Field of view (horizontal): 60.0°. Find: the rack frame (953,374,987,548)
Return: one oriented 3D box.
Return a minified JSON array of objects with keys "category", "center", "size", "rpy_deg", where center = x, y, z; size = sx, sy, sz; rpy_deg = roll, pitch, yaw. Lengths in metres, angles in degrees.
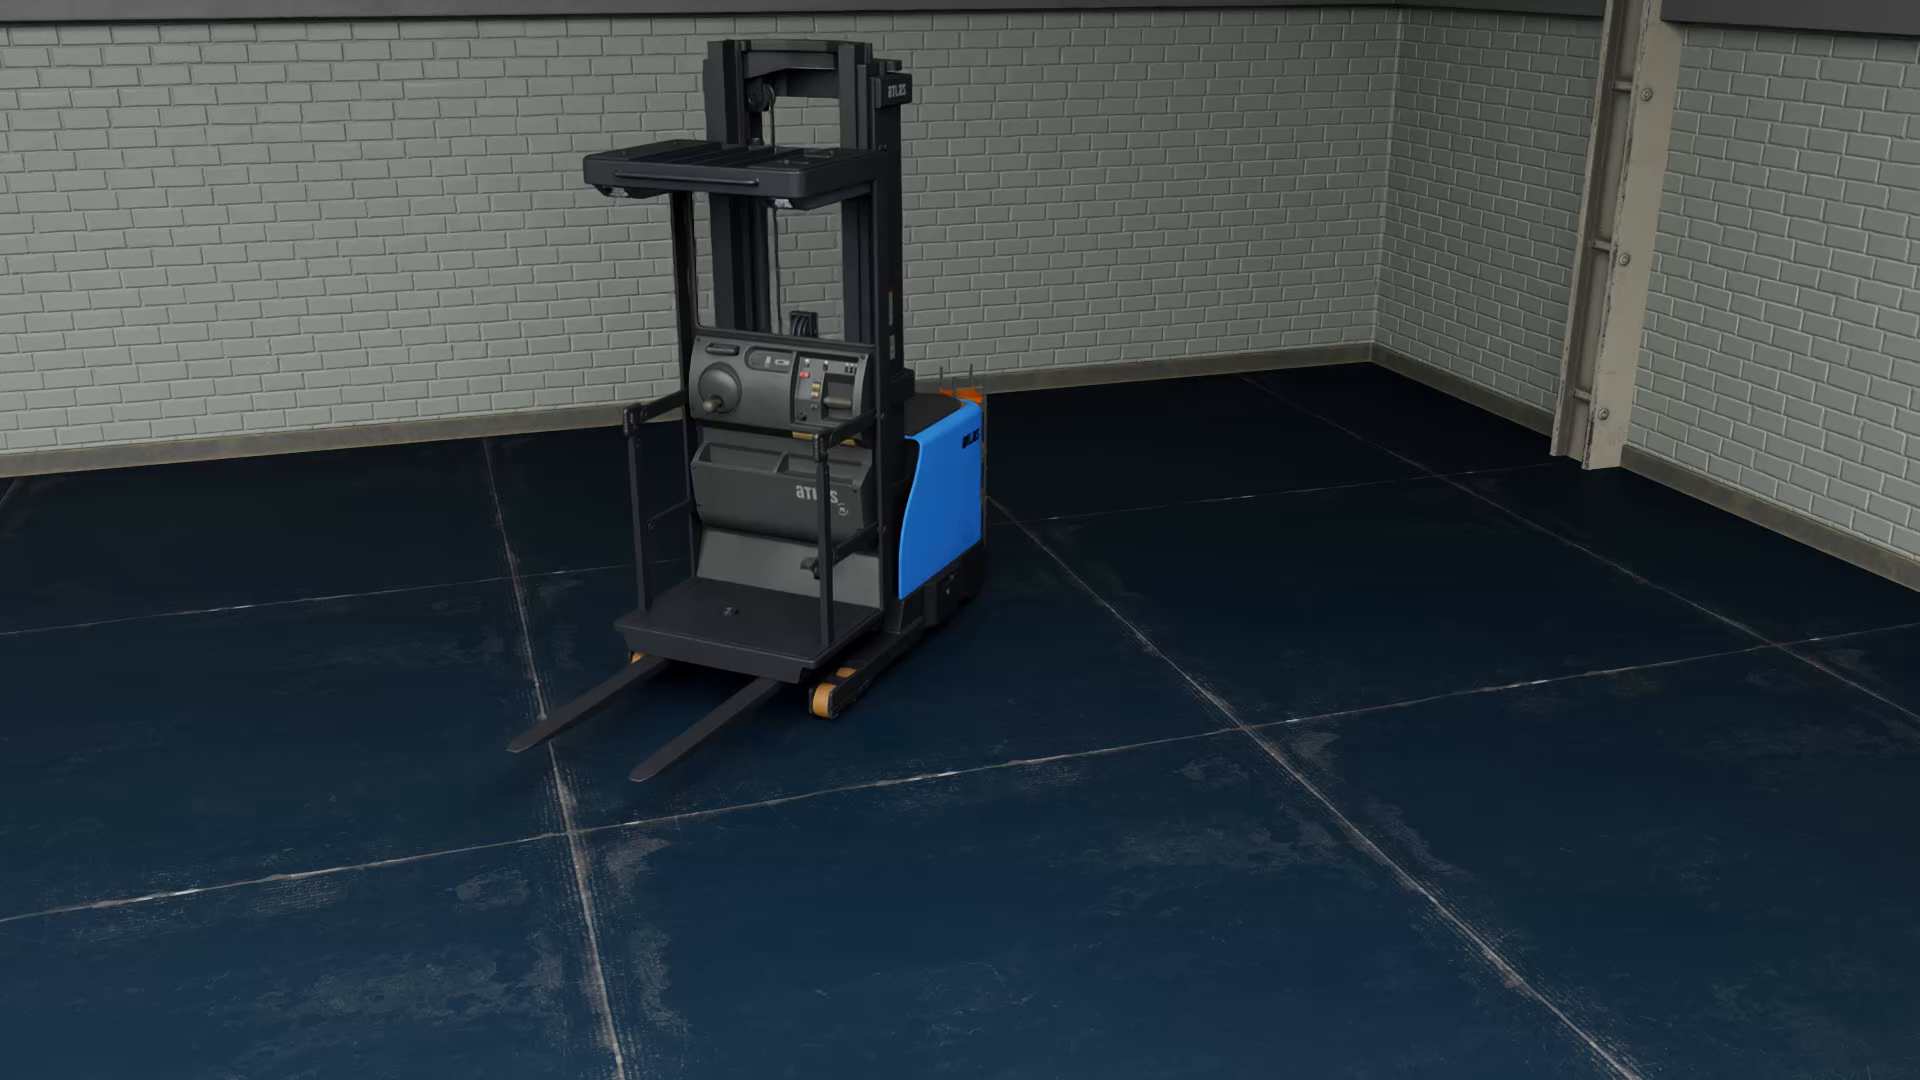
[{"category":"rack frame","center":[0.055,-0.438,9.582],"size":[0.200,1.050,0.008],"rpy_deg":[-6,21,-17]}]

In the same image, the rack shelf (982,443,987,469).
[{"category":"rack shelf","center":[0.017,-0.467,9.695],"size":[0.215,0.259,0.240],"rpy_deg":[-6,21,-17]}]

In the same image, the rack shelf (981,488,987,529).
[{"category":"rack shelf","center":[0.017,-0.205,9.789],"size":[0.215,0.259,0.240],"rpy_deg":[-6,21,-17]}]

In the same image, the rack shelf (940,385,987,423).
[{"category":"rack shelf","center":[0.017,-0.734,9.599],"size":[0.215,0.259,0.240],"rpy_deg":[-6,21,-17]}]

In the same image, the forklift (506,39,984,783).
[{"category":"forklift","center":[-0.941,-0.724,7.596],"size":[1.130,2.935,3.031],"rpy_deg":[9,22,23]}]

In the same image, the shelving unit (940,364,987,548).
[{"category":"shelving unit","center":[0.017,-0.477,9.691],"size":[0.215,1.050,0.252],"rpy_deg":[-6,21,-17]}]

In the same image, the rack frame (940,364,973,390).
[{"category":"rack frame","center":[-0.022,-0.516,9.800],"size":[0.200,1.050,0.008],"rpy_deg":[-6,21,-17]}]

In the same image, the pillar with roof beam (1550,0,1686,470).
[{"category":"pillar with roof beam","center":[0.227,-4.332,8.664],"size":[9.100,9.000,0.400],"rpy_deg":[-6,21,-17]}]
